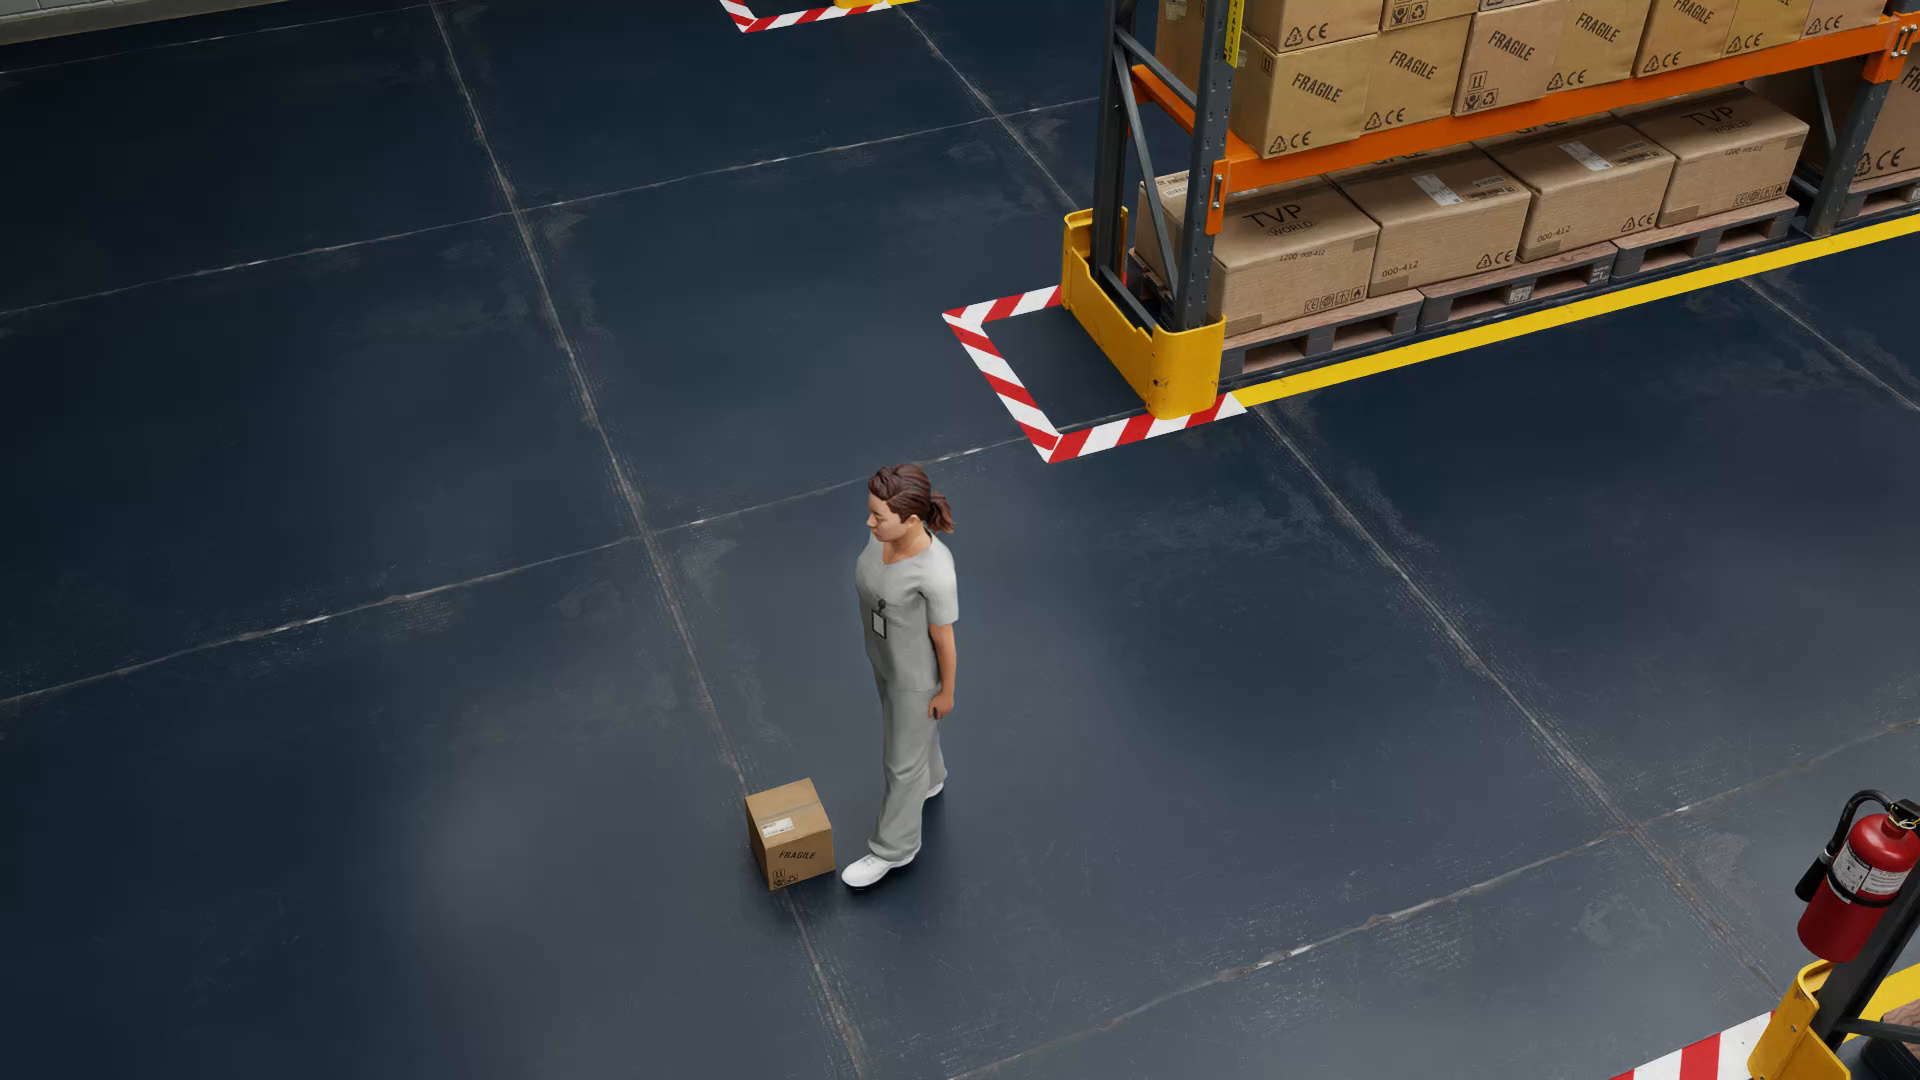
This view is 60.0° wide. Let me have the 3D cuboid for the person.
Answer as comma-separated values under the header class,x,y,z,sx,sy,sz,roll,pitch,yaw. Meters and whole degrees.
class,x,y,z,sx,sy,sz,roll,pitch,yaw
person,-0.259,0.447,5.653,0.576,1.670,0.459,-23,47,-23
